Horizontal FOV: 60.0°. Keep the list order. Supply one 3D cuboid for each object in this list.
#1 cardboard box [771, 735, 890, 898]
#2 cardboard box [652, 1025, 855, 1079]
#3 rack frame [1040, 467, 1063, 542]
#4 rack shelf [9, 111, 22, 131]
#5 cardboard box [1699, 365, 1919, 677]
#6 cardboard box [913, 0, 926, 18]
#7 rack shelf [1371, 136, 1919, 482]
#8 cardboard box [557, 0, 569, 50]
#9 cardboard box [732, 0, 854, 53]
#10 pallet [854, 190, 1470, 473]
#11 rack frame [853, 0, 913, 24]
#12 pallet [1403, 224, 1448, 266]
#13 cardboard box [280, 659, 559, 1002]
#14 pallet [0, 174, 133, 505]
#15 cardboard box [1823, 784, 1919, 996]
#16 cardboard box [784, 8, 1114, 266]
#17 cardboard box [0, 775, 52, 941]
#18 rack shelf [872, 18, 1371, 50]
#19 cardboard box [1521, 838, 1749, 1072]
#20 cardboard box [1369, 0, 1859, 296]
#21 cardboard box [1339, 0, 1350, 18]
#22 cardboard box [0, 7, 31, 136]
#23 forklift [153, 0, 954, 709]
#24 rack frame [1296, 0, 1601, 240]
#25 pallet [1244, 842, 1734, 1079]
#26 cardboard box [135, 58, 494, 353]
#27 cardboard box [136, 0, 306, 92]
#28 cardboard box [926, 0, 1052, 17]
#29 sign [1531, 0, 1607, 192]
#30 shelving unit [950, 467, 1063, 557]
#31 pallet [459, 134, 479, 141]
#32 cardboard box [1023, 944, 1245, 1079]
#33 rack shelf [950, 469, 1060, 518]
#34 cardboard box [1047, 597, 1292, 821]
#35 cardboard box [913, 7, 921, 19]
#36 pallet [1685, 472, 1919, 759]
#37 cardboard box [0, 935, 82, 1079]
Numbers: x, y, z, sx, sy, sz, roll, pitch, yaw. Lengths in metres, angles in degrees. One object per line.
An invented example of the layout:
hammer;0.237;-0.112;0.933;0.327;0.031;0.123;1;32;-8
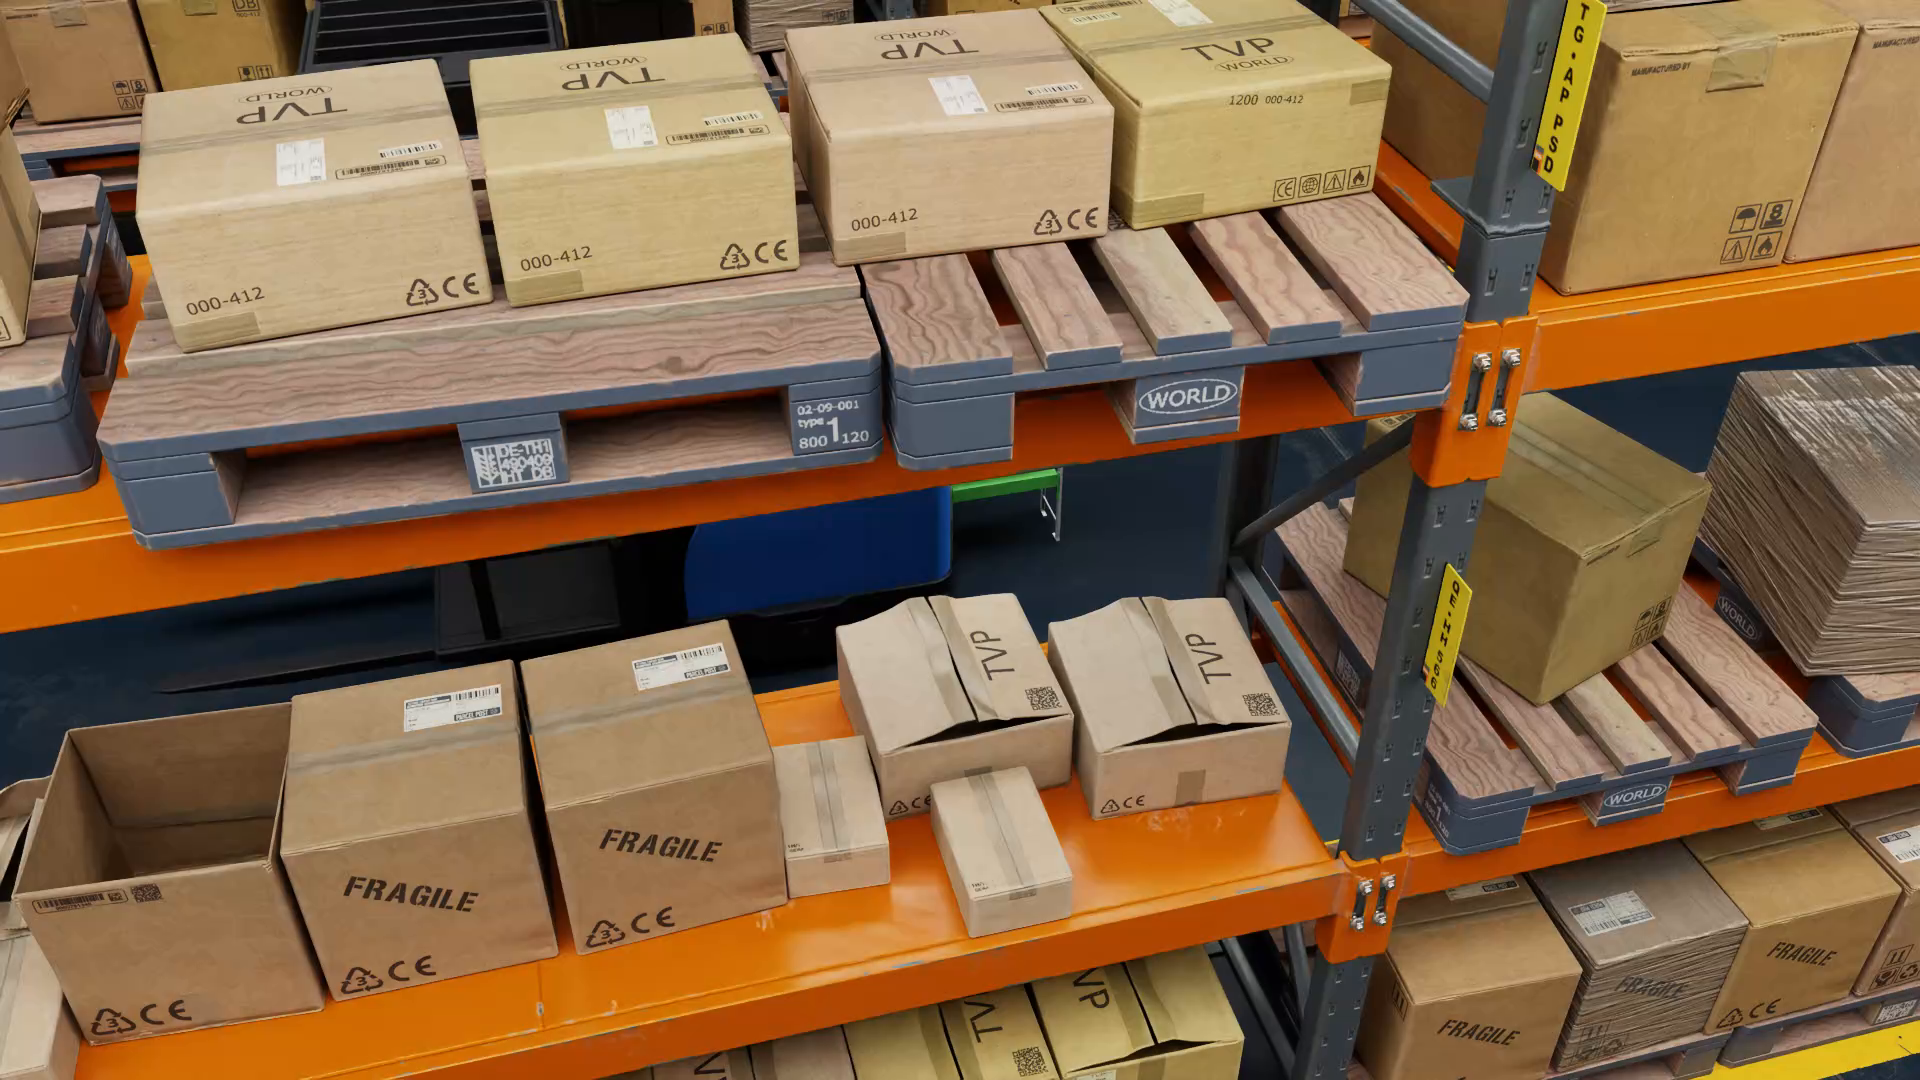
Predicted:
cardboard box;-0.325;0.676;4.104;0.250;0.149;0.380;-7;38;-9
cardboard box;-0.538;1.436;4.360;0.500;0.311;0.500;-10;38;-12
rack frame;0.395;-0.541;6.970;0.015;1.200;0.240;-9;38;-12
rack shelf;-6.196;-1.327;7.108;4.000;0.370;1.077;-9;38;-12
cardboard box;2.403;-0.064;4.436;0.500;0.500;0.700;-3;37;-3
cardboard box;-0.017;-2.959;8.305;0.500;0.500;0.500;-9;38;-12
rack shelf;2.822;-0.881;4.056;4.000;0.370;1.077;-9;38;-12
cardboard box;-2.052;-2.487;7.588;0.500;0.500;0.700;-9;38;-12
cardboard box;-0.855;-2.698;7.863;0.500;0.500;0.700;-14;40;-17
pallet;0.259;-0.615;3.271;1.003;0.211;1.213;-8;38;-10
rack frame;-0.404;-2.563;8.132;0.127;3.000;1.000;-9;38;-12
pallet;2.733;-1.923;9.590;1.213;0.211;1.003;-9;38;-12
cardboard box;-1.233;0.661;3.835;0.500;0.500;0.500;-9;38;-12
pallet;-2.122;-0.287;2.846;1.217;0.209;0.805;-11;39;-14
cardboard box;2.897;1.007;5.160;0.500;0.500;0.500;-11;39;-13
cardboard box;-0.033;-0.758;3.082;0.500;0.250;0.500;-8;38;-11
cardboard box;-2.169;0.782;3.870;0.258;0.266;0.396;-10;39;-13
rack shelf;1.527;-2.594;8.765;4.000;0.370;1.077;-9;38;-12
cardboard box;1.909;1.169;4.948;0.500;0.500;0.500;-11;39;-14
cardboard box;1.304;-0.978;3.509;0.500;0.500;0.910;-9;38;-12
cardboard box;1.620;-2.899;8.227;0.500;0.500;0.500;-8;38;-11
cardboard box;-1.821;-0.800;2.518;0.500;0.500;0.500;-6;38;-8
forklift;-1.599;-0.847;5.945;3.031;2.935;1.130;-9;38;-11
rack frame;0.891;-2.041;2.512;0.127;3.000;1.000;-9;38;-12
pallet;1.622;1.353;5.307;1.213;0.211;1.003;-9;38;-12
cardboard box;-1.109;-0.590;2.862;0.500;0.250;0.500;-12;39;-16
cardboard box;-3.224;-2.289;7.329;0.500;0.500;0.700;-6;38;-7
cardboard box;0.132;-2.656;7.910;0.500;0.500;0.500;-8;38;-11
sign;1.028;-0.760;2.815;0.005;0.325;0.100;-9;38;-12
shelving unit;0.160;-0.503;6.920;0.503;1.200;0.258;-9;38;-12
pallet;-2.304;-2.150;7.749;1.213;0.211;1.003;-9;38;-12
cardboard box;0.450;1.272;4.575;0.500;0.311;0.500;-8;38;-11
rack shelf;0.160;-0.261;7.104;0.480;0.148;0.258;-9;38;-12
cardboard box;0.529;0.409;4.320;0.500;0.311;0.500;-7;38;-9
cardboard box;-0.156;-2.673;8.466;0.250;0.149;0.380;-9;38;-11
pallet;2.768;0.107;4.799;1.213;0.211;1.003;-9;38;-12
cardboard box;-2.062;1.055;3.609;0.250;0.149;0.380;-9;38;-12
